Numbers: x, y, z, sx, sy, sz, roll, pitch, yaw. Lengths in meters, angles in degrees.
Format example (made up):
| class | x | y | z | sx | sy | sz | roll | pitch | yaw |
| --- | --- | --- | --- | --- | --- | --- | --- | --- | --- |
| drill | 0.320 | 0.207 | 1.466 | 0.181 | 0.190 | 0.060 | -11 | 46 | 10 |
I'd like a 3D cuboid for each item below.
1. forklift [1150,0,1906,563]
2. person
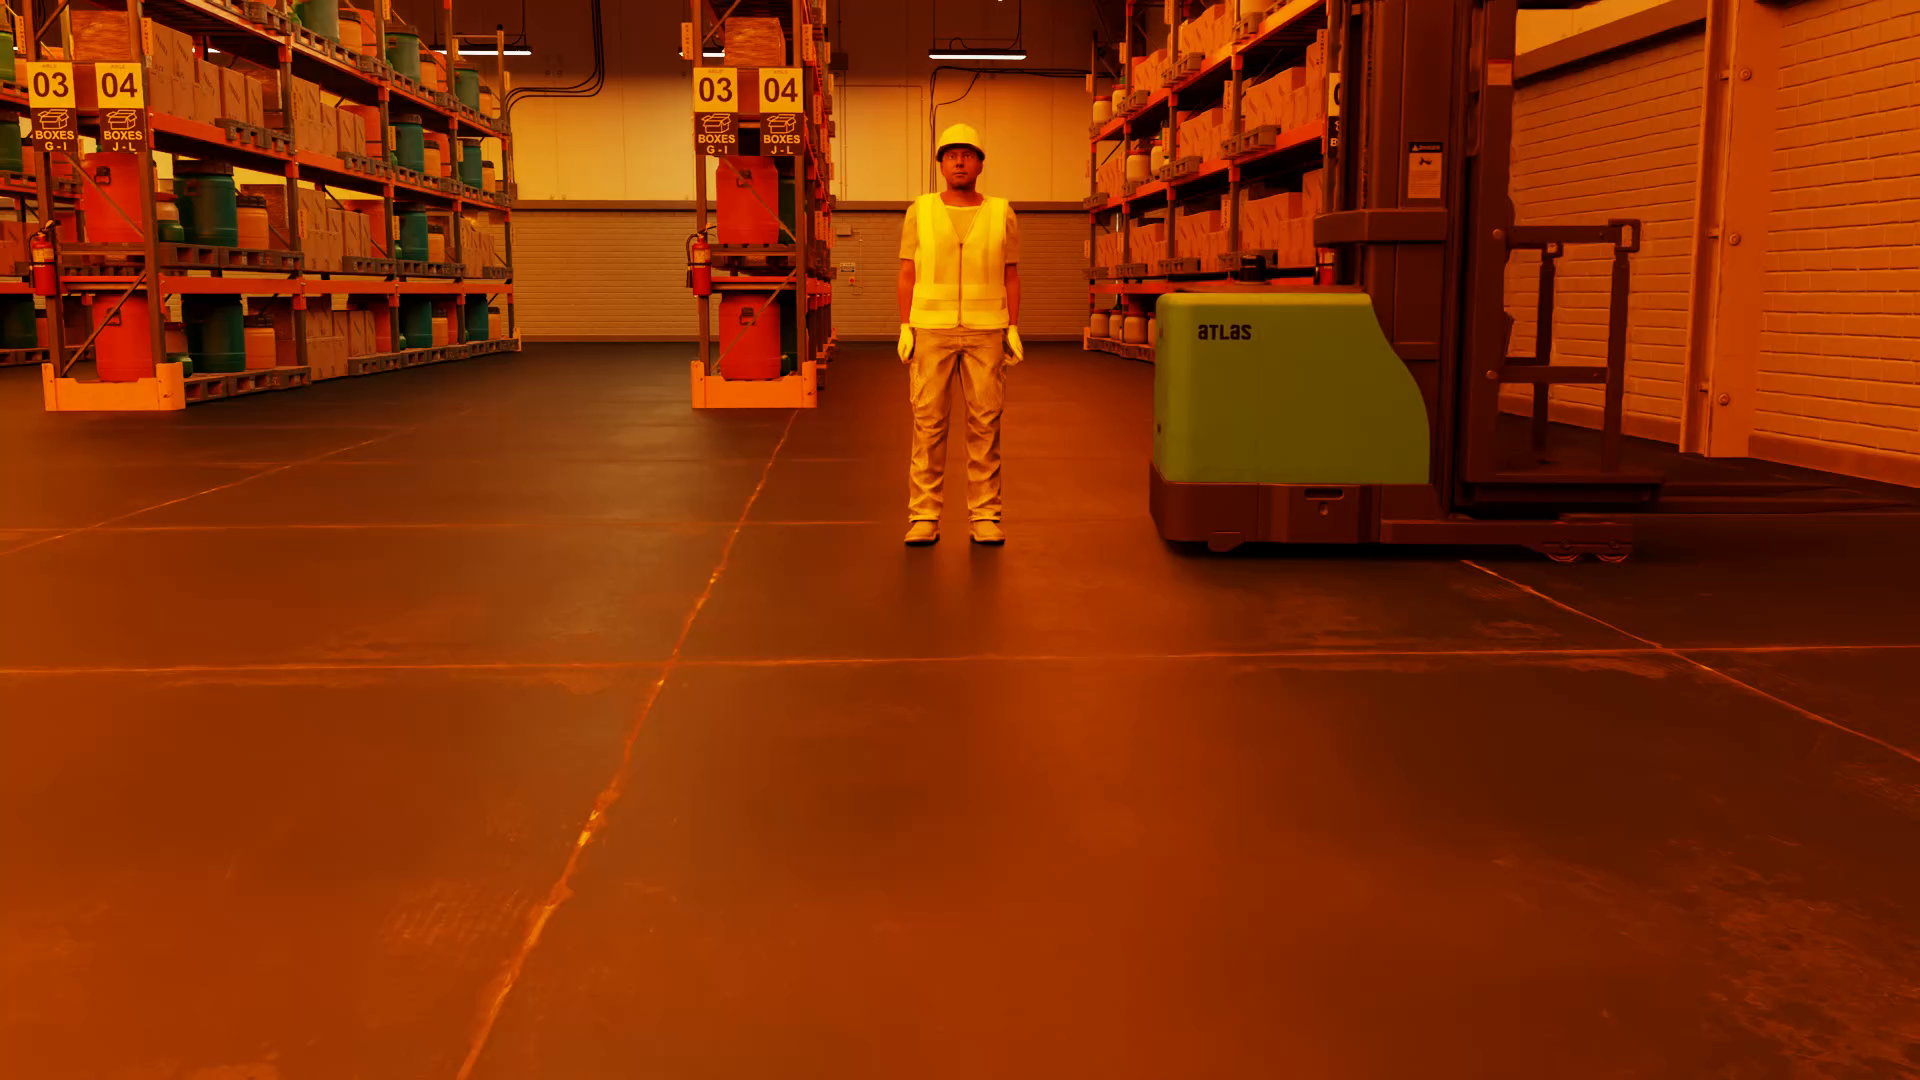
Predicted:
| class | x | y | z | sx | sy | sz | roll | pitch | yaw |
| --- | --- | --- | --- | --- | --- | --- | --- | --- | --- |
| forklift | 2.370 | -1.438 | 7.015 | 3.031 | 2.935 | 1.130 | 0 | 8 | 3 |
| person | 0.003 | -0.882 | 7.177 | 0.543 | 1.789 | 0.387 | -1 | 8 | -4 |
